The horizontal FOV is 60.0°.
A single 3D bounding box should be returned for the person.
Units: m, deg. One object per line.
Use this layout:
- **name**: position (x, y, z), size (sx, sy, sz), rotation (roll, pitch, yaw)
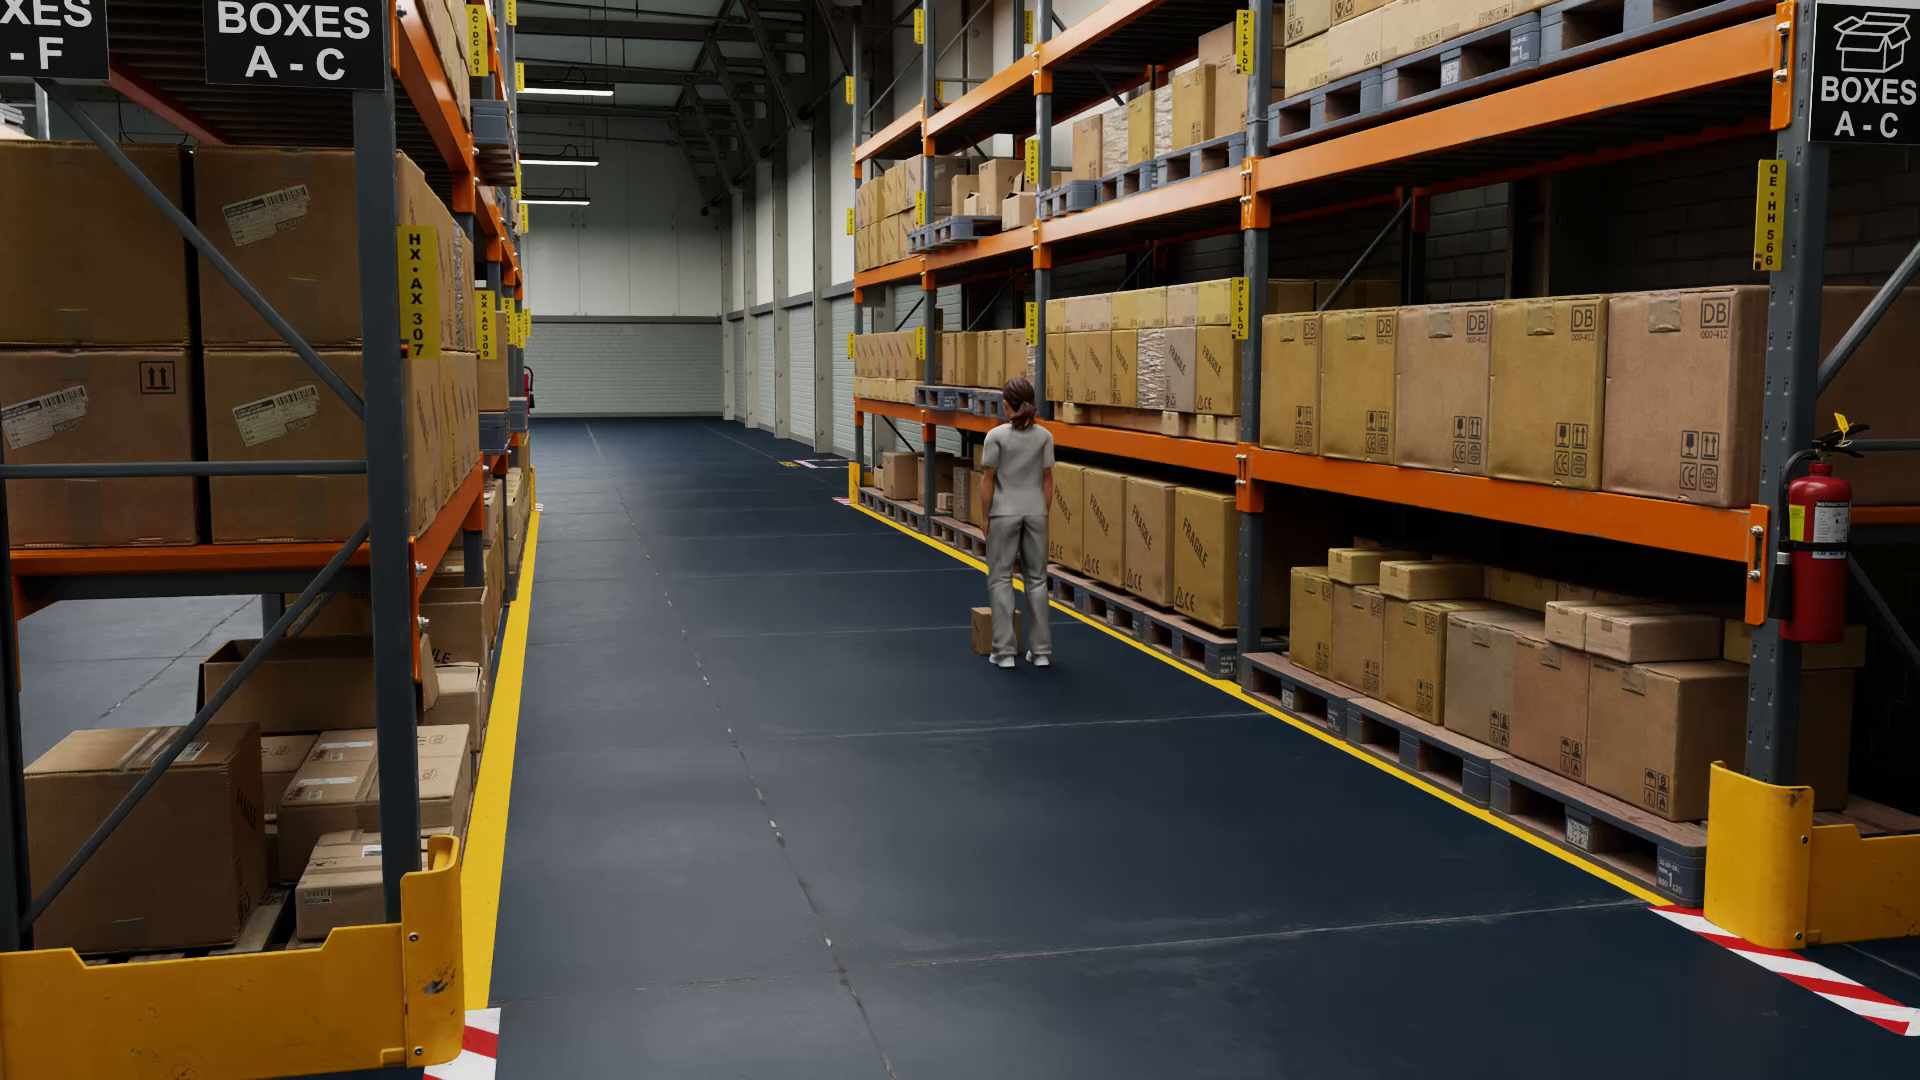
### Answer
- **person**: position (0.331, -0.101, 9.601), size (0.437, 1.672, 0.361), rotation (-1, 6, -12)
